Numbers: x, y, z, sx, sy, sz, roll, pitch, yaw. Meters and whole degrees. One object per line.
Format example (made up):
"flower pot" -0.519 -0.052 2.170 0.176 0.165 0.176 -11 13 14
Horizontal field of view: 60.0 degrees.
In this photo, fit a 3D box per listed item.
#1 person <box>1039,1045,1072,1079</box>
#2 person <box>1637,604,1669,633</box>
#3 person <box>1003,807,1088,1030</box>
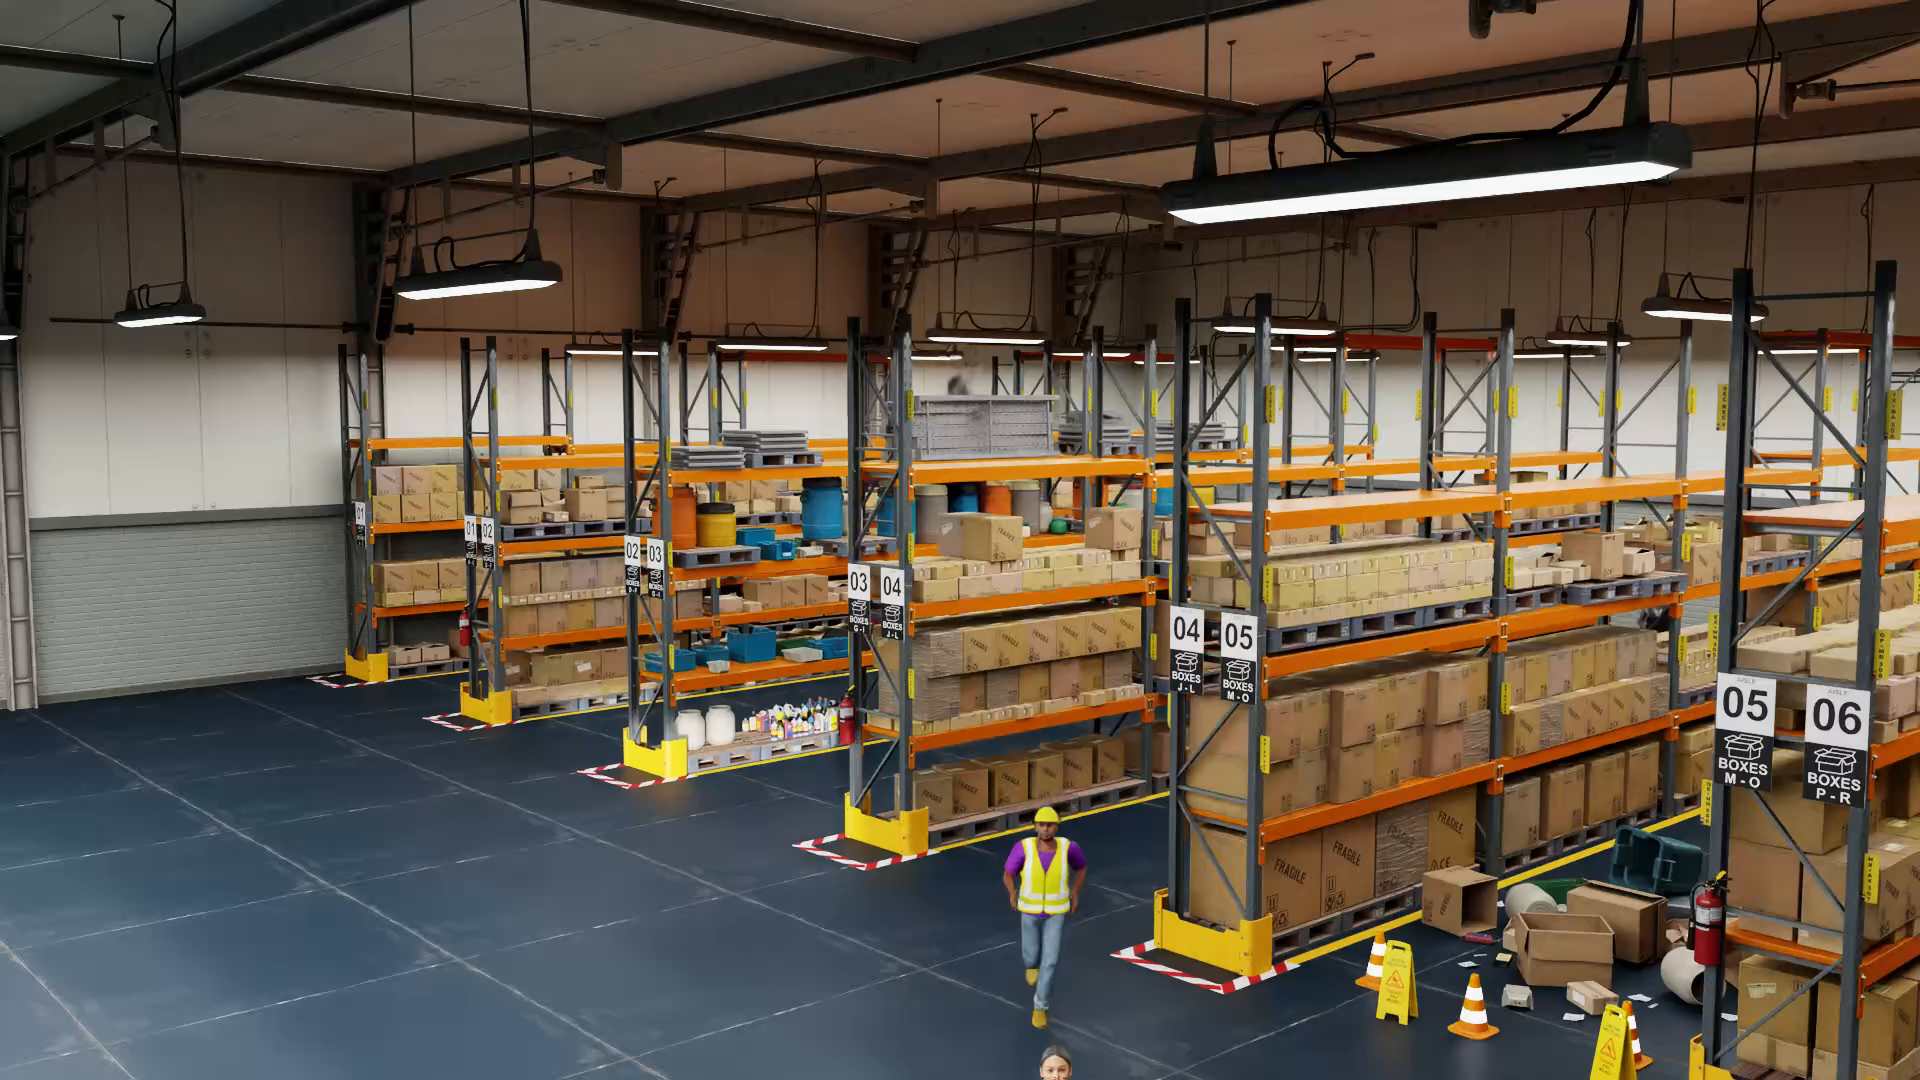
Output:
"person" 0.530 3.559 8.961 0.587 1.676 0.671 0 5 4
"person" 12.191 1.728 29.063 0.664 1.685 0.711 1 5 13
"person" 0.708 3.075 13.815 0.702 1.763 0.840 0 5 3
